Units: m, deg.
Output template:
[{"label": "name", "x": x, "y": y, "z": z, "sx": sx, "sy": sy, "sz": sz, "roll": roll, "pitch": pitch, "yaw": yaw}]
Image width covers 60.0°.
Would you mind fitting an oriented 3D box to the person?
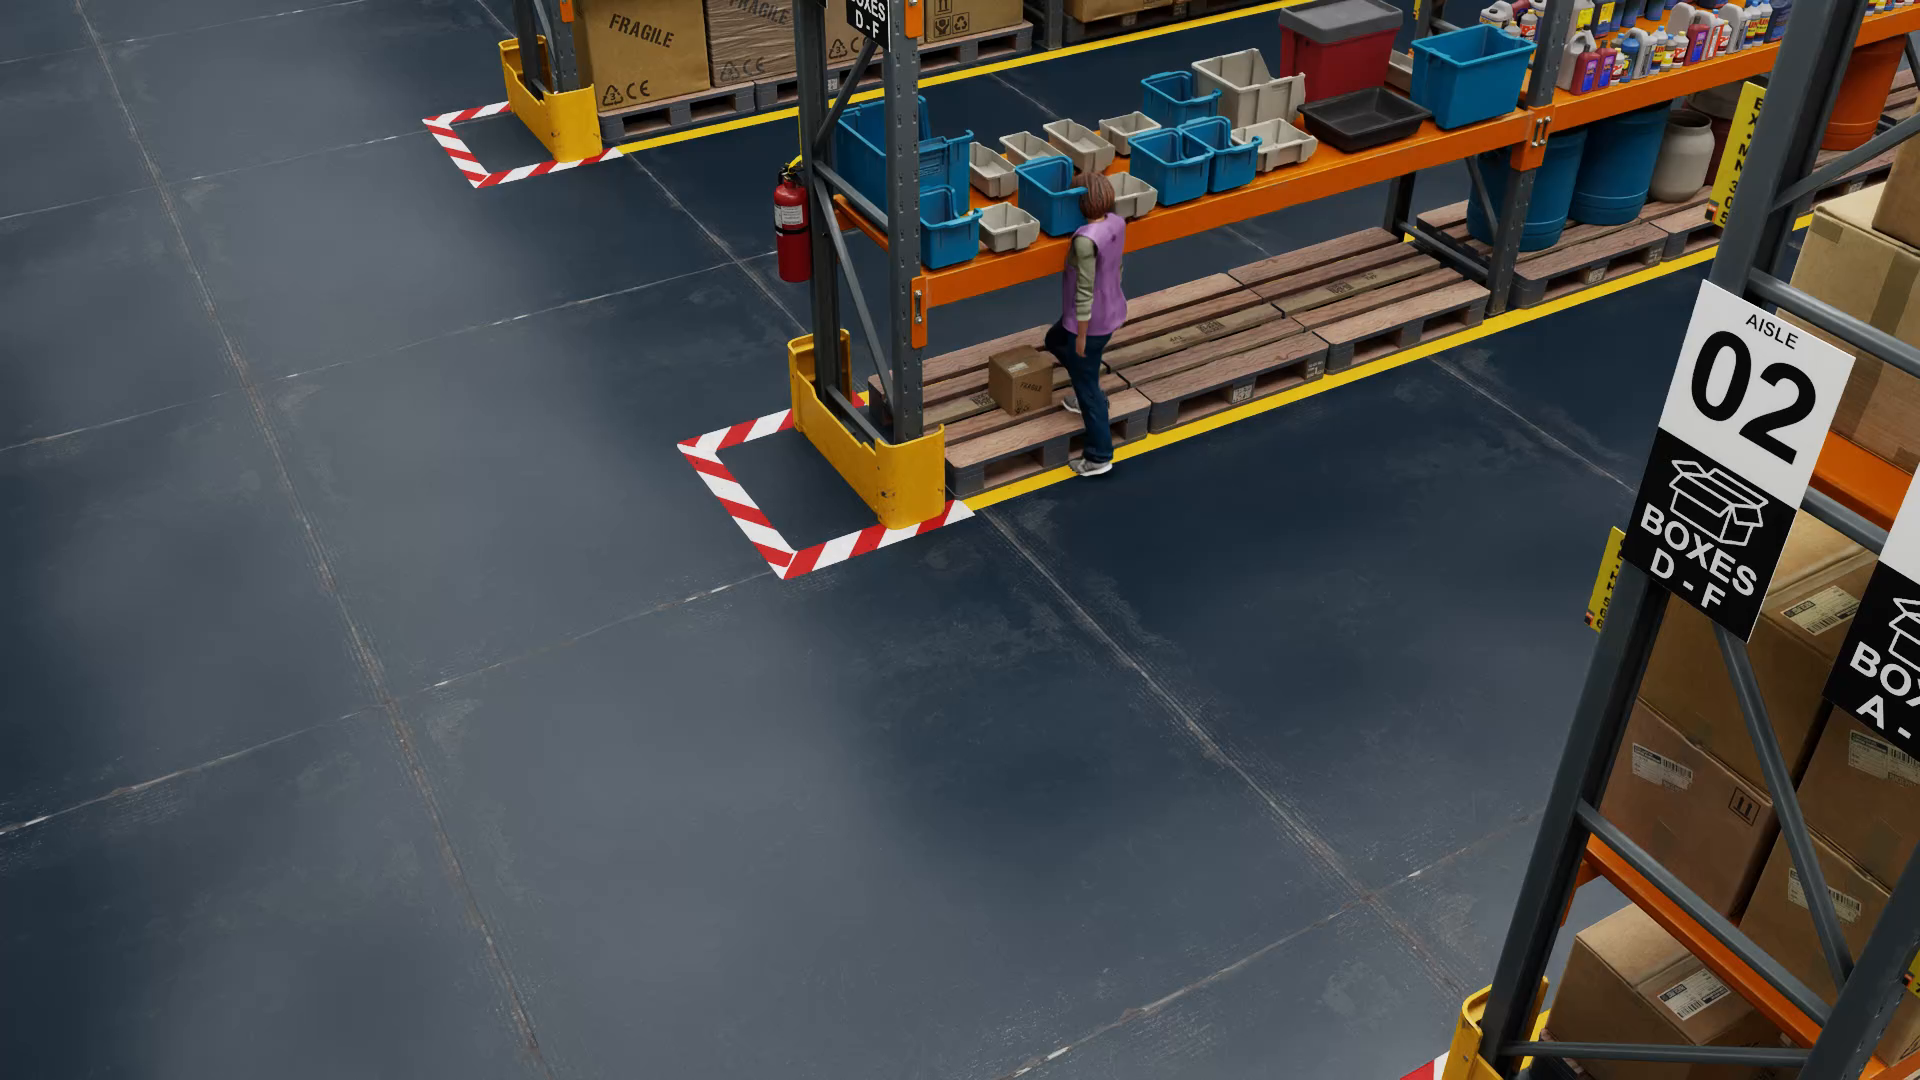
[{"label": "person", "x": 0.623, "y": -1.081, "z": 8.374, "sx": 0.526, "sy": 1.632, "sz": 0.415, "roll": 22, "pitch": 42, "yaw": 26}]
